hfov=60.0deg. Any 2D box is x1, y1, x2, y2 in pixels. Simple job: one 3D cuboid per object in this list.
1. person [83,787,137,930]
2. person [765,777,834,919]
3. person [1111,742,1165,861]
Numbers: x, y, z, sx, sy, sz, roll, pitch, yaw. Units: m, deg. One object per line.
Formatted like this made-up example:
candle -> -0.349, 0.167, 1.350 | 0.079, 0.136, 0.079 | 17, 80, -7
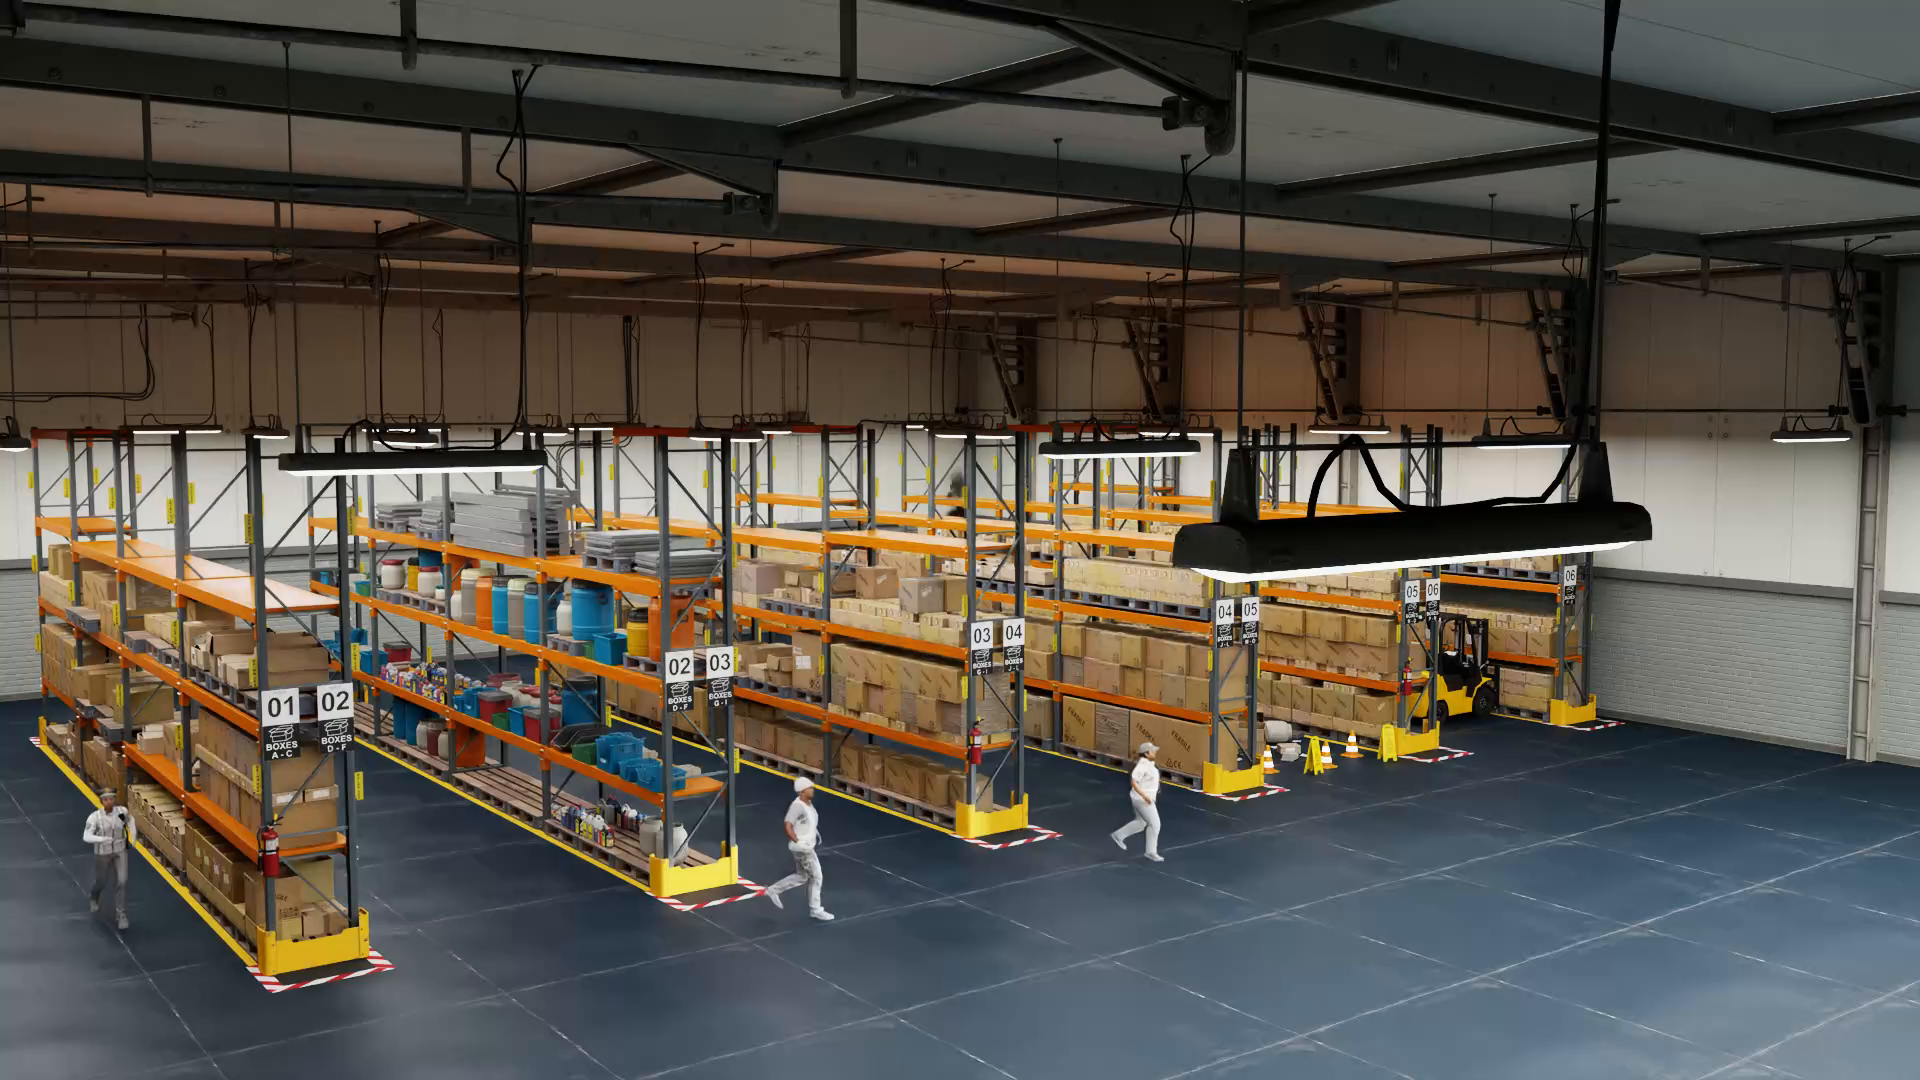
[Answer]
person -> -10.486, 3.875, 20.520 | 0.620, 1.723, 0.927 | -3, 6, -38
person -> -2.008, 3.836, 20.713 | 0.872, 1.783, 0.706 | 0, 4, -1
person -> 2.509, 3.677, 23.441 | 0.776, 1.694, 0.602 | 1, 5, 10
